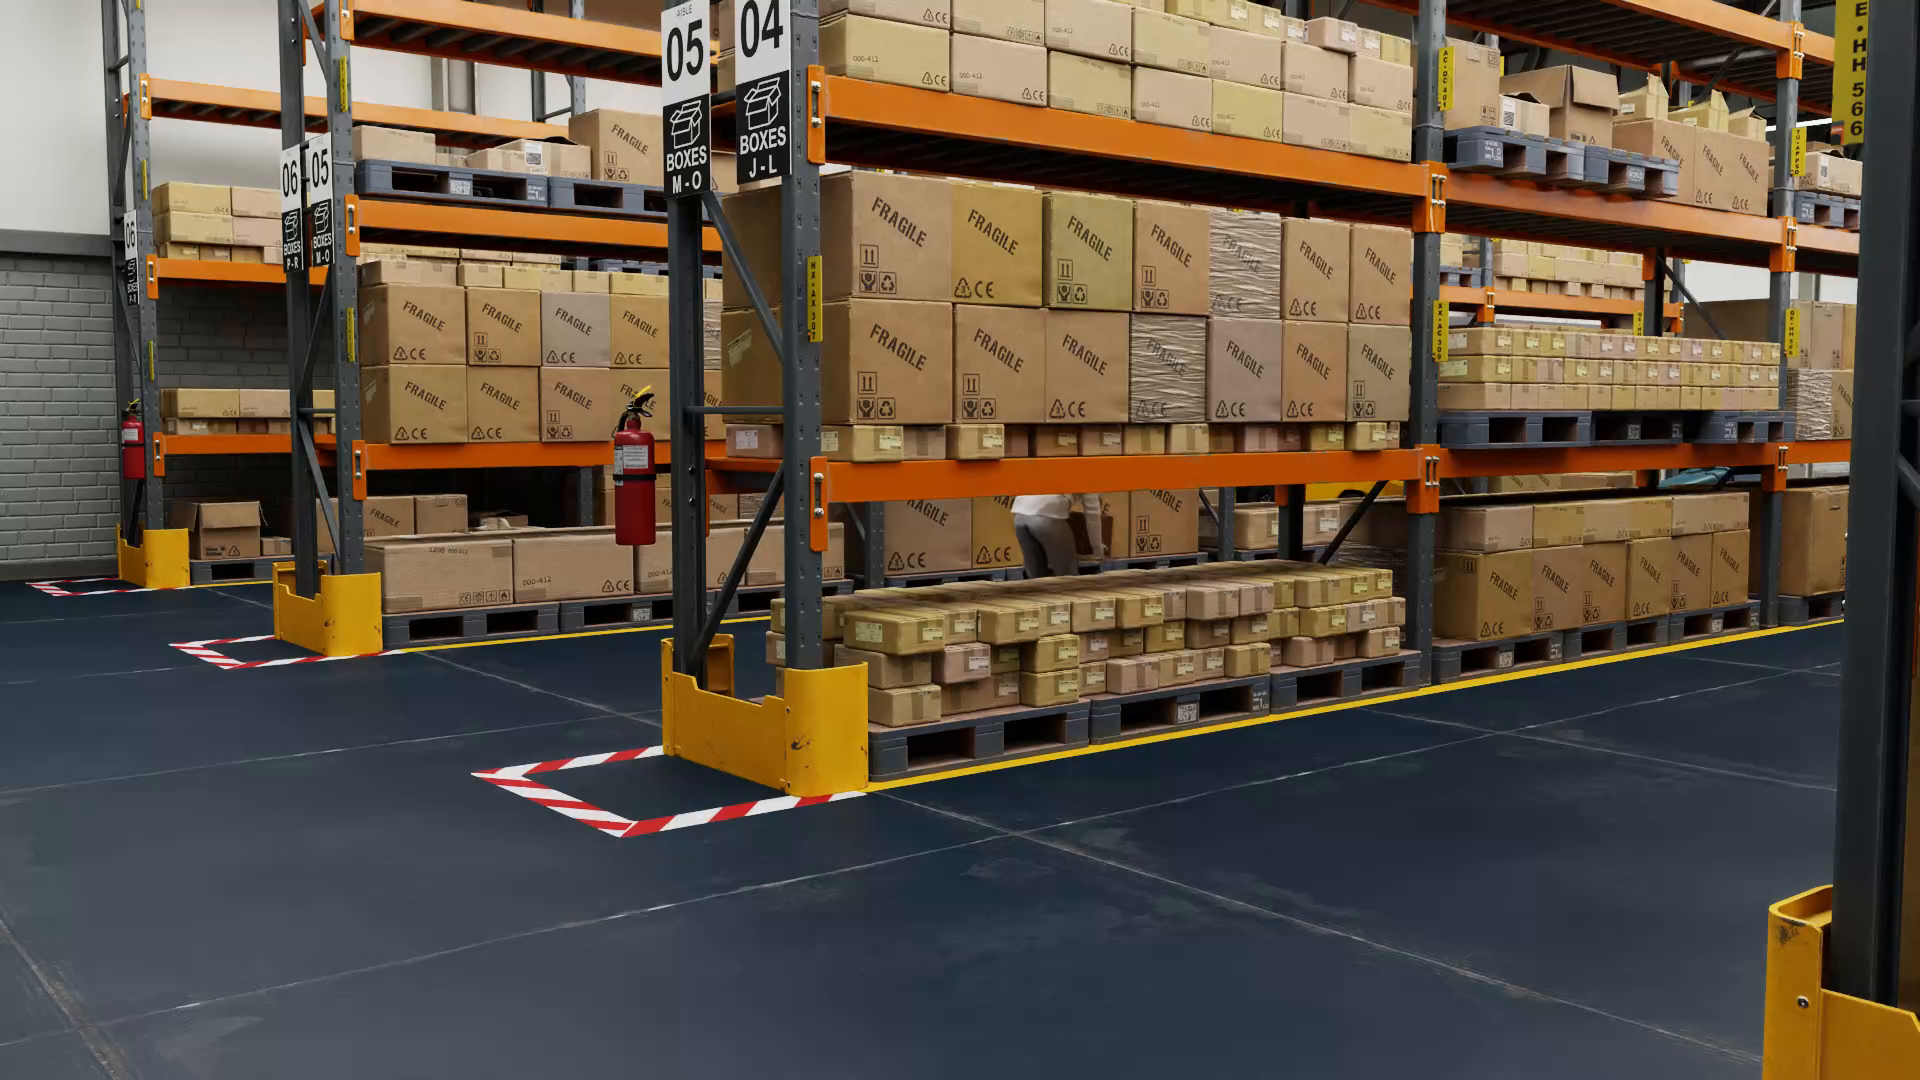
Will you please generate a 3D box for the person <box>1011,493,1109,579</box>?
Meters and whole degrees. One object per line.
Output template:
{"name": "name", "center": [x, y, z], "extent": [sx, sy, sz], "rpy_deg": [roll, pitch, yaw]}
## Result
{"name": "person", "center": [0.631, -0.039, 10.173], "extent": [0.693, 1.530, 0.405], "rpy_deg": [-4, 6, -40]}
